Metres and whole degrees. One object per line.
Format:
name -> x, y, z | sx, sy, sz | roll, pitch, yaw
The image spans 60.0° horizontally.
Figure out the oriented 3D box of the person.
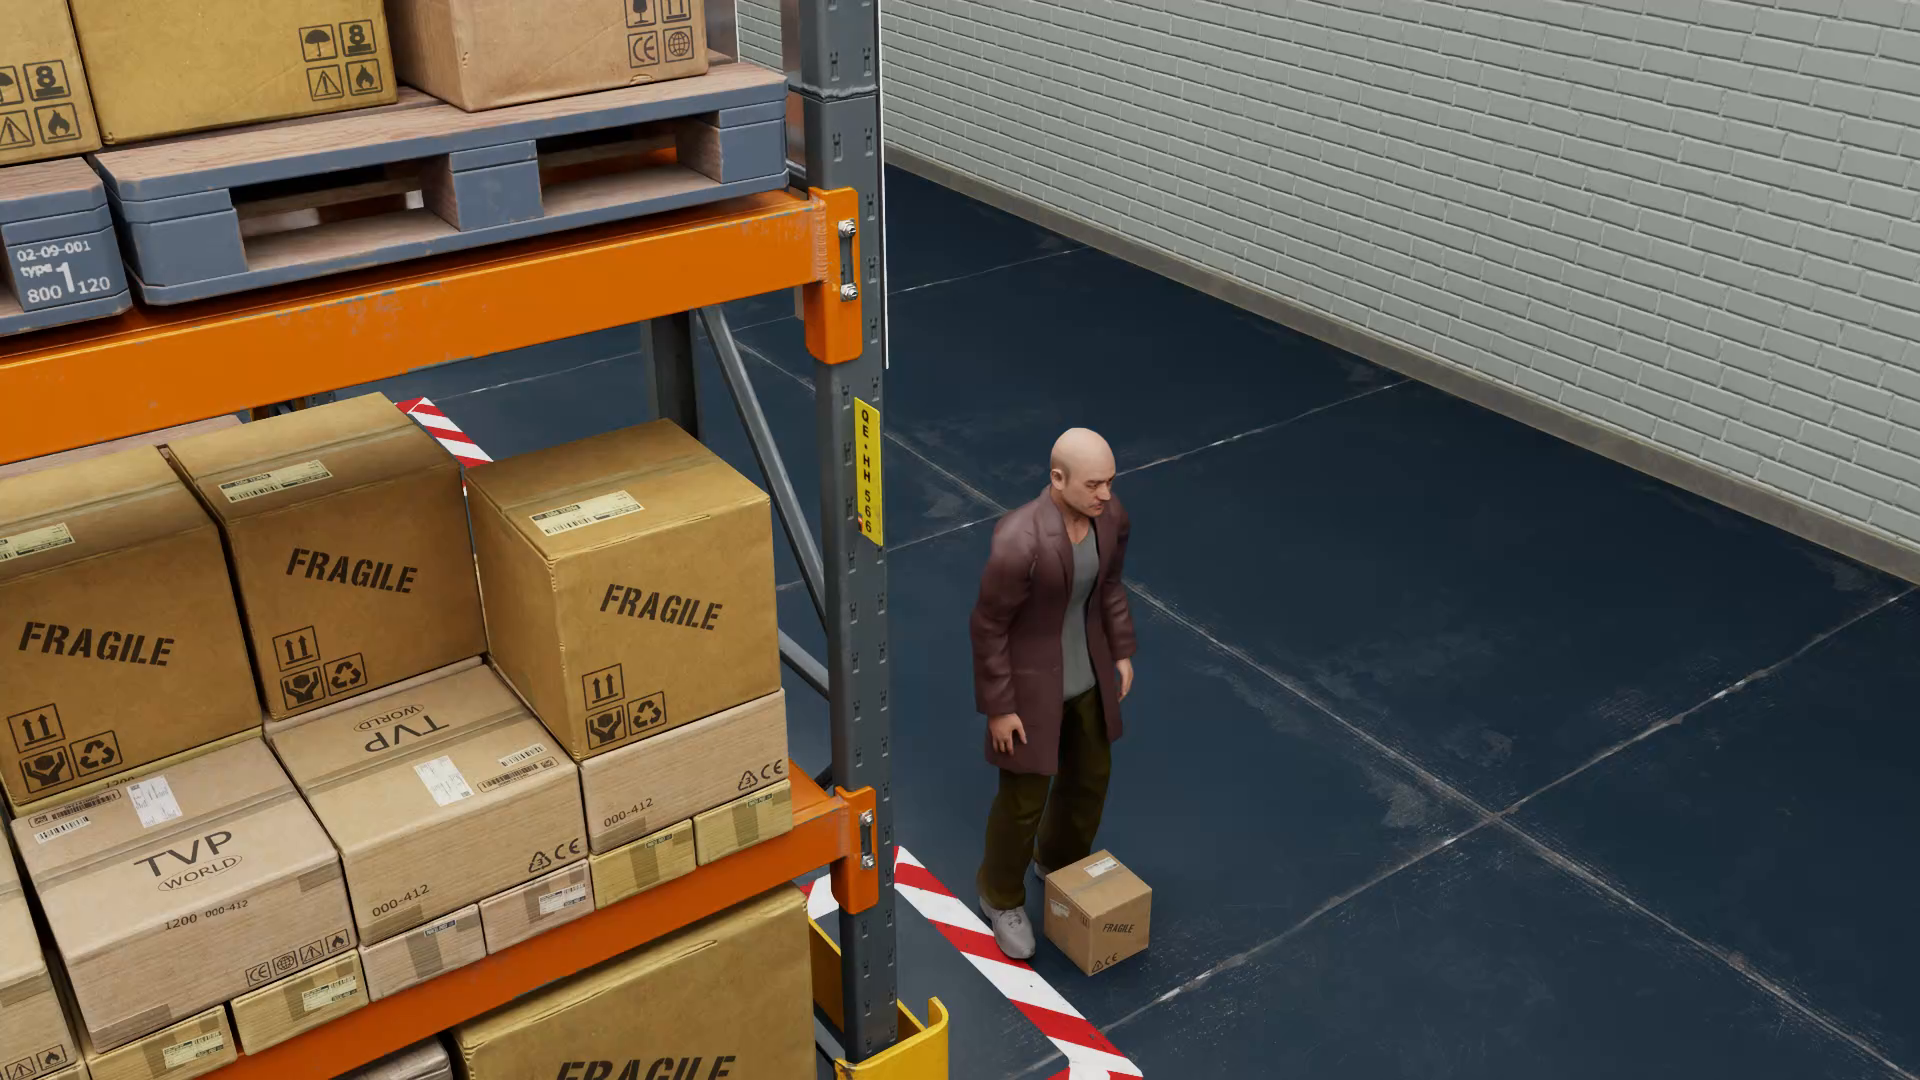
person -> 0.313, 0.453, 5.294 | 0.653, 1.773, 0.425 | -21, 35, -33
